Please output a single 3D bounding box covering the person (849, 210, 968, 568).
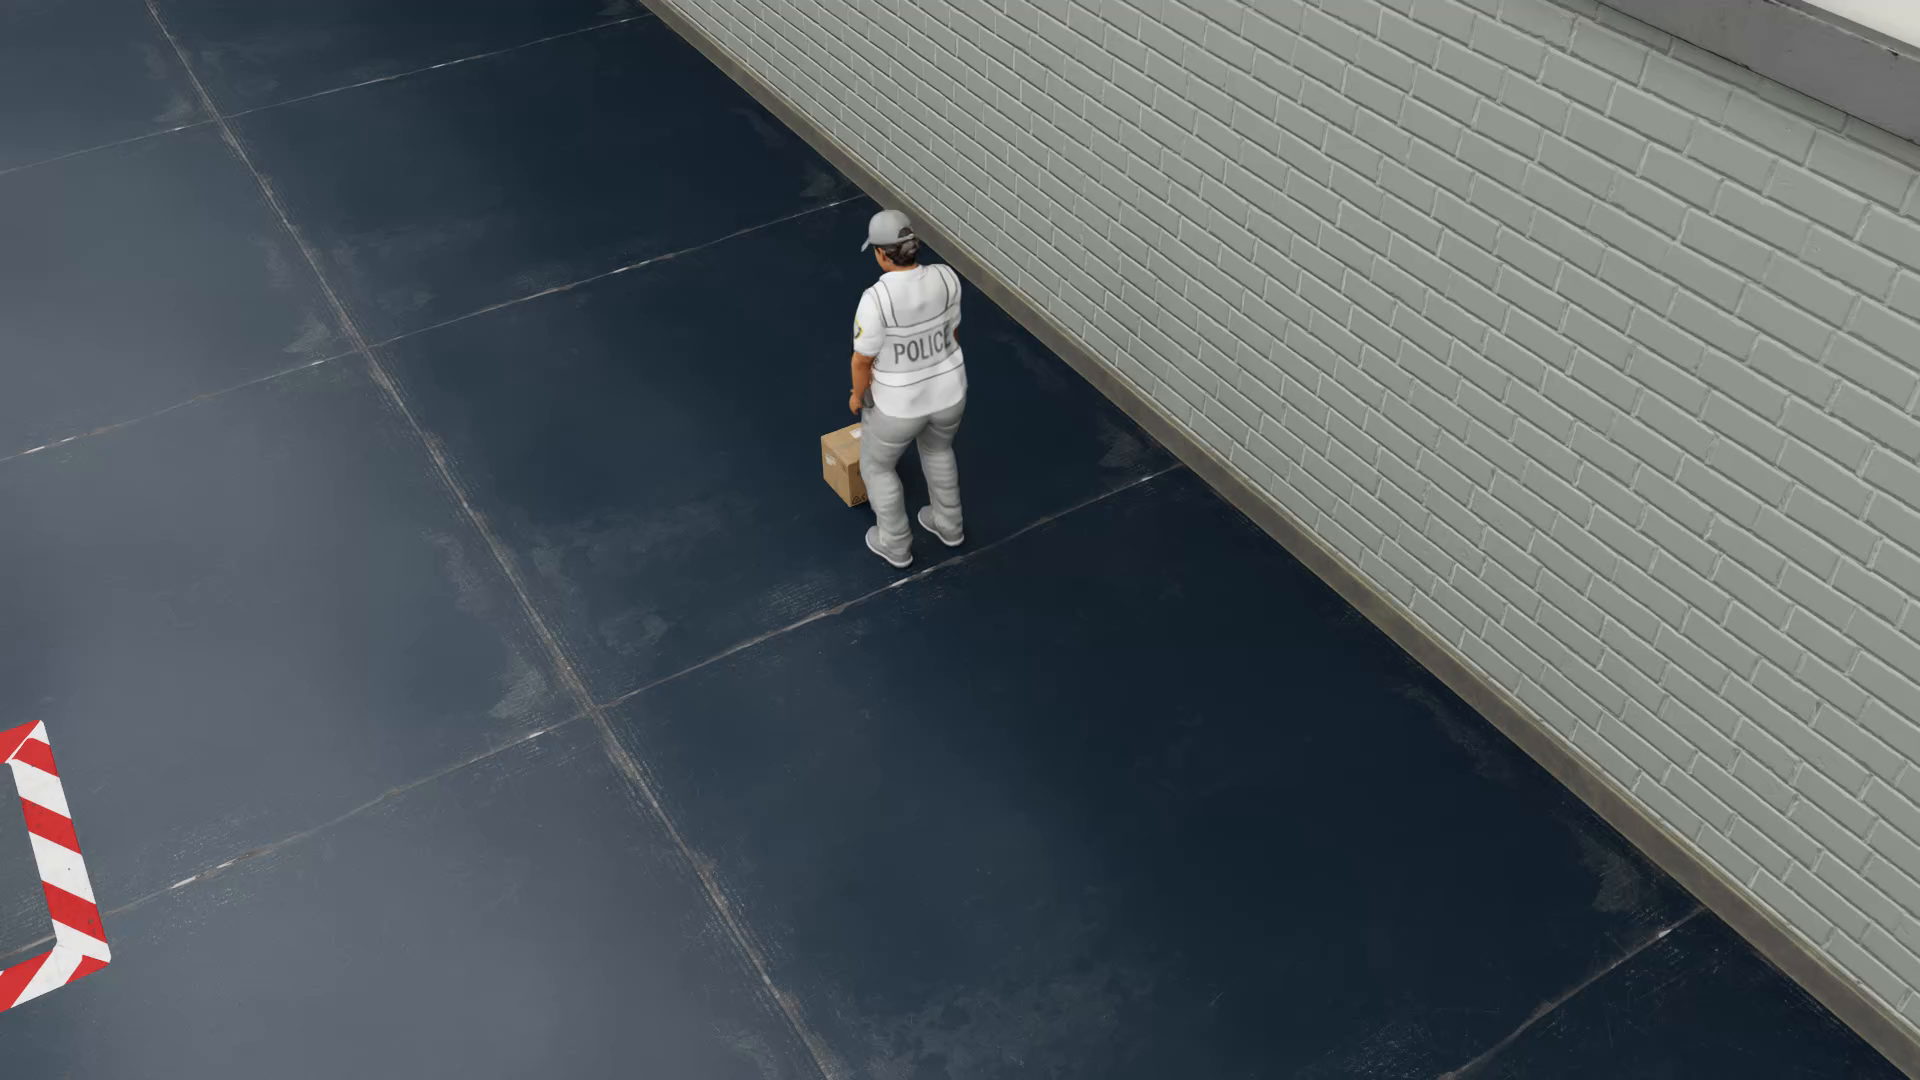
[{"bbox_3d":[-0.225,-0.599,6.874,0.486,1.638,0.440,-22,45,-23],"label":"person"}]
